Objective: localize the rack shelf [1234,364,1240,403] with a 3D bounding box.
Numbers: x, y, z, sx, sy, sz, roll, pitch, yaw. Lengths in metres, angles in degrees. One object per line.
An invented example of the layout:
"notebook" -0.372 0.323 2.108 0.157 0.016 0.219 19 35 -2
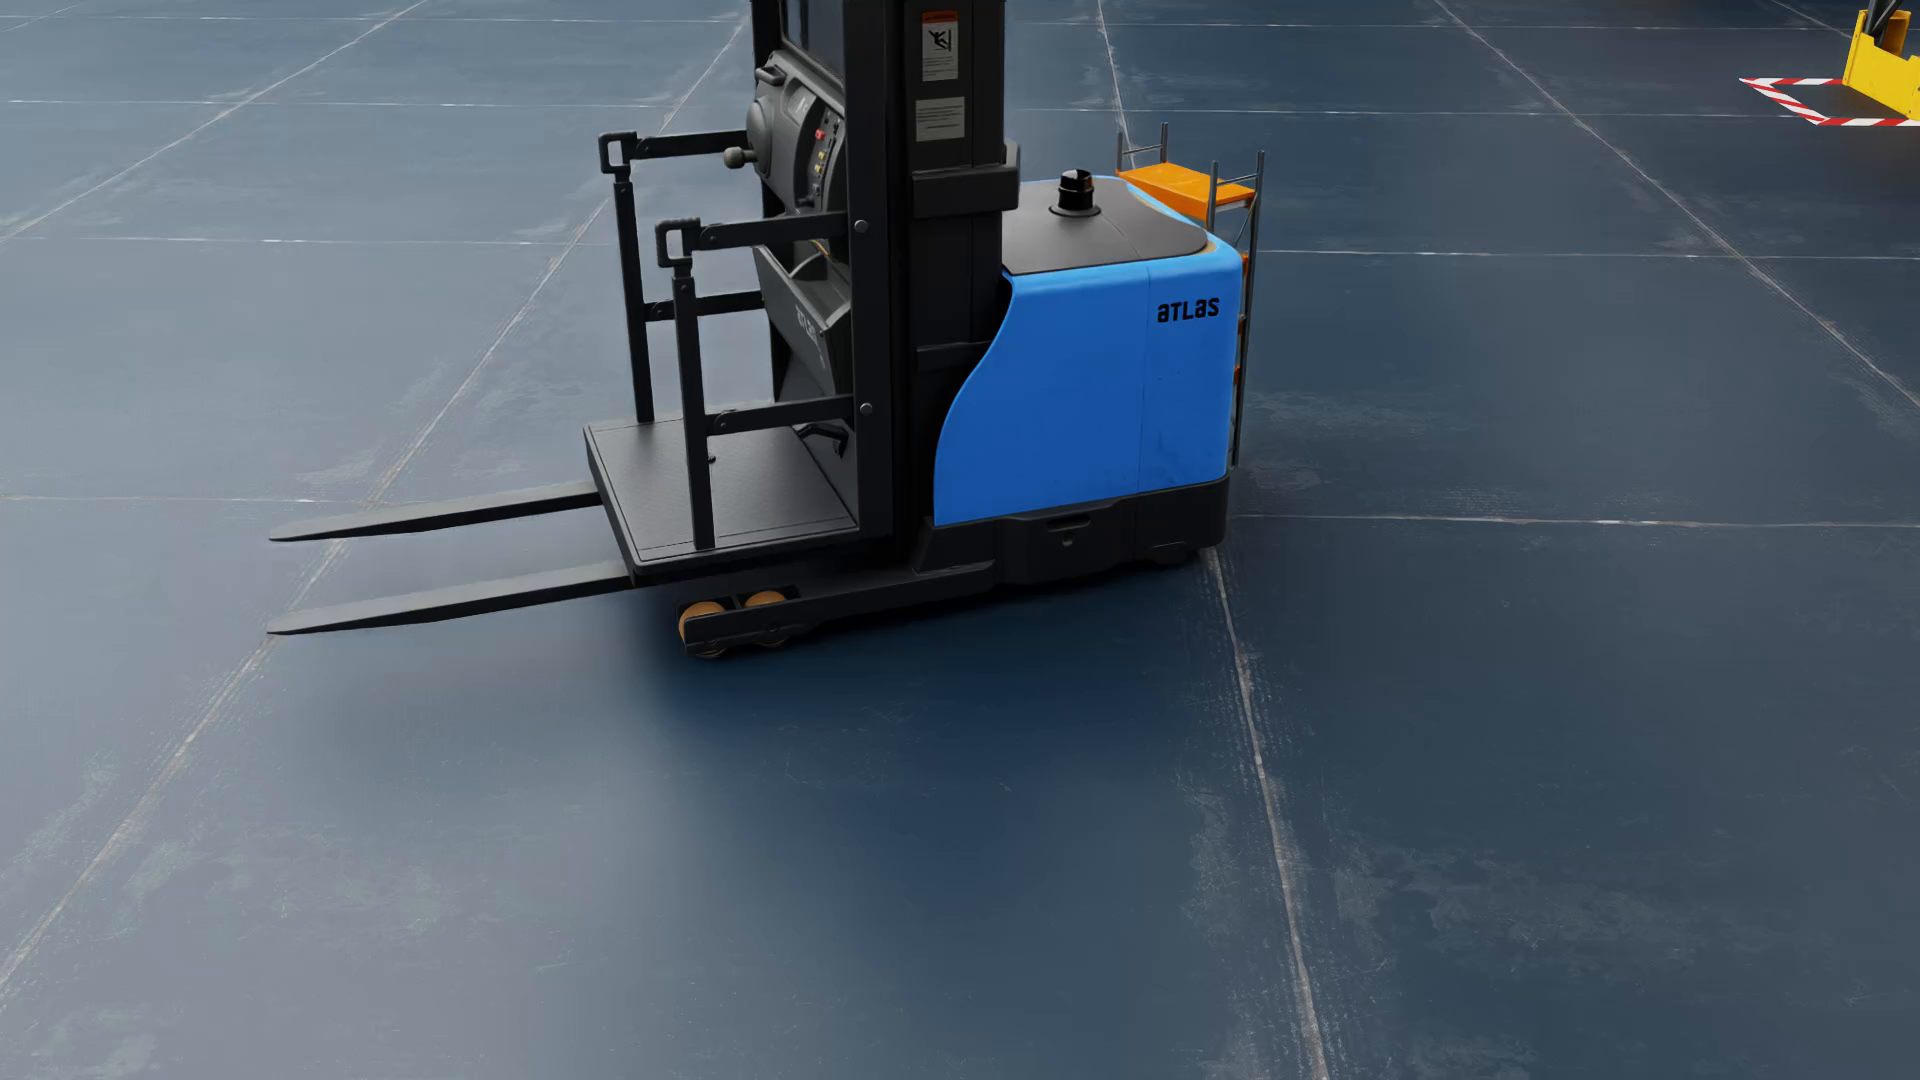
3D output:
"rack shelf" 0.802 -0.630 6.225 0.258 0.148 0.480 -19 33 -31

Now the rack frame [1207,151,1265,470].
"rack frame" 0.946 -0.773 5.926 0.240 1.200 0.015 -19 33 -31

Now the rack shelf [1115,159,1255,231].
"rack shelf" 0.802 -1.212 5.916 0.258 0.148 0.480 -19 33 -31

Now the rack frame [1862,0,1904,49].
"rack frame" 6.404 -4.350 10.753 0.127 3.000 1.000 1 28 2

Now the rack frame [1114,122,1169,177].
"rack frame" 0.658 -0.957 6.275 0.240 1.200 0.015 -19 33 -31

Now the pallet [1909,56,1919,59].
"pallet" 7.290 -3.087 11.347 1.213 0.211 1.003 1 28 2

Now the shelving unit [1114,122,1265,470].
"shelving unit" 0.802 -0.865 6.100 0.258 1.200 0.503 -19 33 -31

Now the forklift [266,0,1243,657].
"forklift" -0.675 -1.216 4.915 3.031 2.935 1.130 -9 29 -17

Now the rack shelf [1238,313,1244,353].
"rack shelf" 0.802 -0.805 6.132 0.258 0.148 0.480 -19 33 -31

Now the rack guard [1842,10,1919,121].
"rack guard" 6.480 -3.244 11.336 0.348 0.500 1.175 1 28 2

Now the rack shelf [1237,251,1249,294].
"rack shelf" 0.802 -1.003 6.027 0.258 0.148 0.480 -19 33 -31
